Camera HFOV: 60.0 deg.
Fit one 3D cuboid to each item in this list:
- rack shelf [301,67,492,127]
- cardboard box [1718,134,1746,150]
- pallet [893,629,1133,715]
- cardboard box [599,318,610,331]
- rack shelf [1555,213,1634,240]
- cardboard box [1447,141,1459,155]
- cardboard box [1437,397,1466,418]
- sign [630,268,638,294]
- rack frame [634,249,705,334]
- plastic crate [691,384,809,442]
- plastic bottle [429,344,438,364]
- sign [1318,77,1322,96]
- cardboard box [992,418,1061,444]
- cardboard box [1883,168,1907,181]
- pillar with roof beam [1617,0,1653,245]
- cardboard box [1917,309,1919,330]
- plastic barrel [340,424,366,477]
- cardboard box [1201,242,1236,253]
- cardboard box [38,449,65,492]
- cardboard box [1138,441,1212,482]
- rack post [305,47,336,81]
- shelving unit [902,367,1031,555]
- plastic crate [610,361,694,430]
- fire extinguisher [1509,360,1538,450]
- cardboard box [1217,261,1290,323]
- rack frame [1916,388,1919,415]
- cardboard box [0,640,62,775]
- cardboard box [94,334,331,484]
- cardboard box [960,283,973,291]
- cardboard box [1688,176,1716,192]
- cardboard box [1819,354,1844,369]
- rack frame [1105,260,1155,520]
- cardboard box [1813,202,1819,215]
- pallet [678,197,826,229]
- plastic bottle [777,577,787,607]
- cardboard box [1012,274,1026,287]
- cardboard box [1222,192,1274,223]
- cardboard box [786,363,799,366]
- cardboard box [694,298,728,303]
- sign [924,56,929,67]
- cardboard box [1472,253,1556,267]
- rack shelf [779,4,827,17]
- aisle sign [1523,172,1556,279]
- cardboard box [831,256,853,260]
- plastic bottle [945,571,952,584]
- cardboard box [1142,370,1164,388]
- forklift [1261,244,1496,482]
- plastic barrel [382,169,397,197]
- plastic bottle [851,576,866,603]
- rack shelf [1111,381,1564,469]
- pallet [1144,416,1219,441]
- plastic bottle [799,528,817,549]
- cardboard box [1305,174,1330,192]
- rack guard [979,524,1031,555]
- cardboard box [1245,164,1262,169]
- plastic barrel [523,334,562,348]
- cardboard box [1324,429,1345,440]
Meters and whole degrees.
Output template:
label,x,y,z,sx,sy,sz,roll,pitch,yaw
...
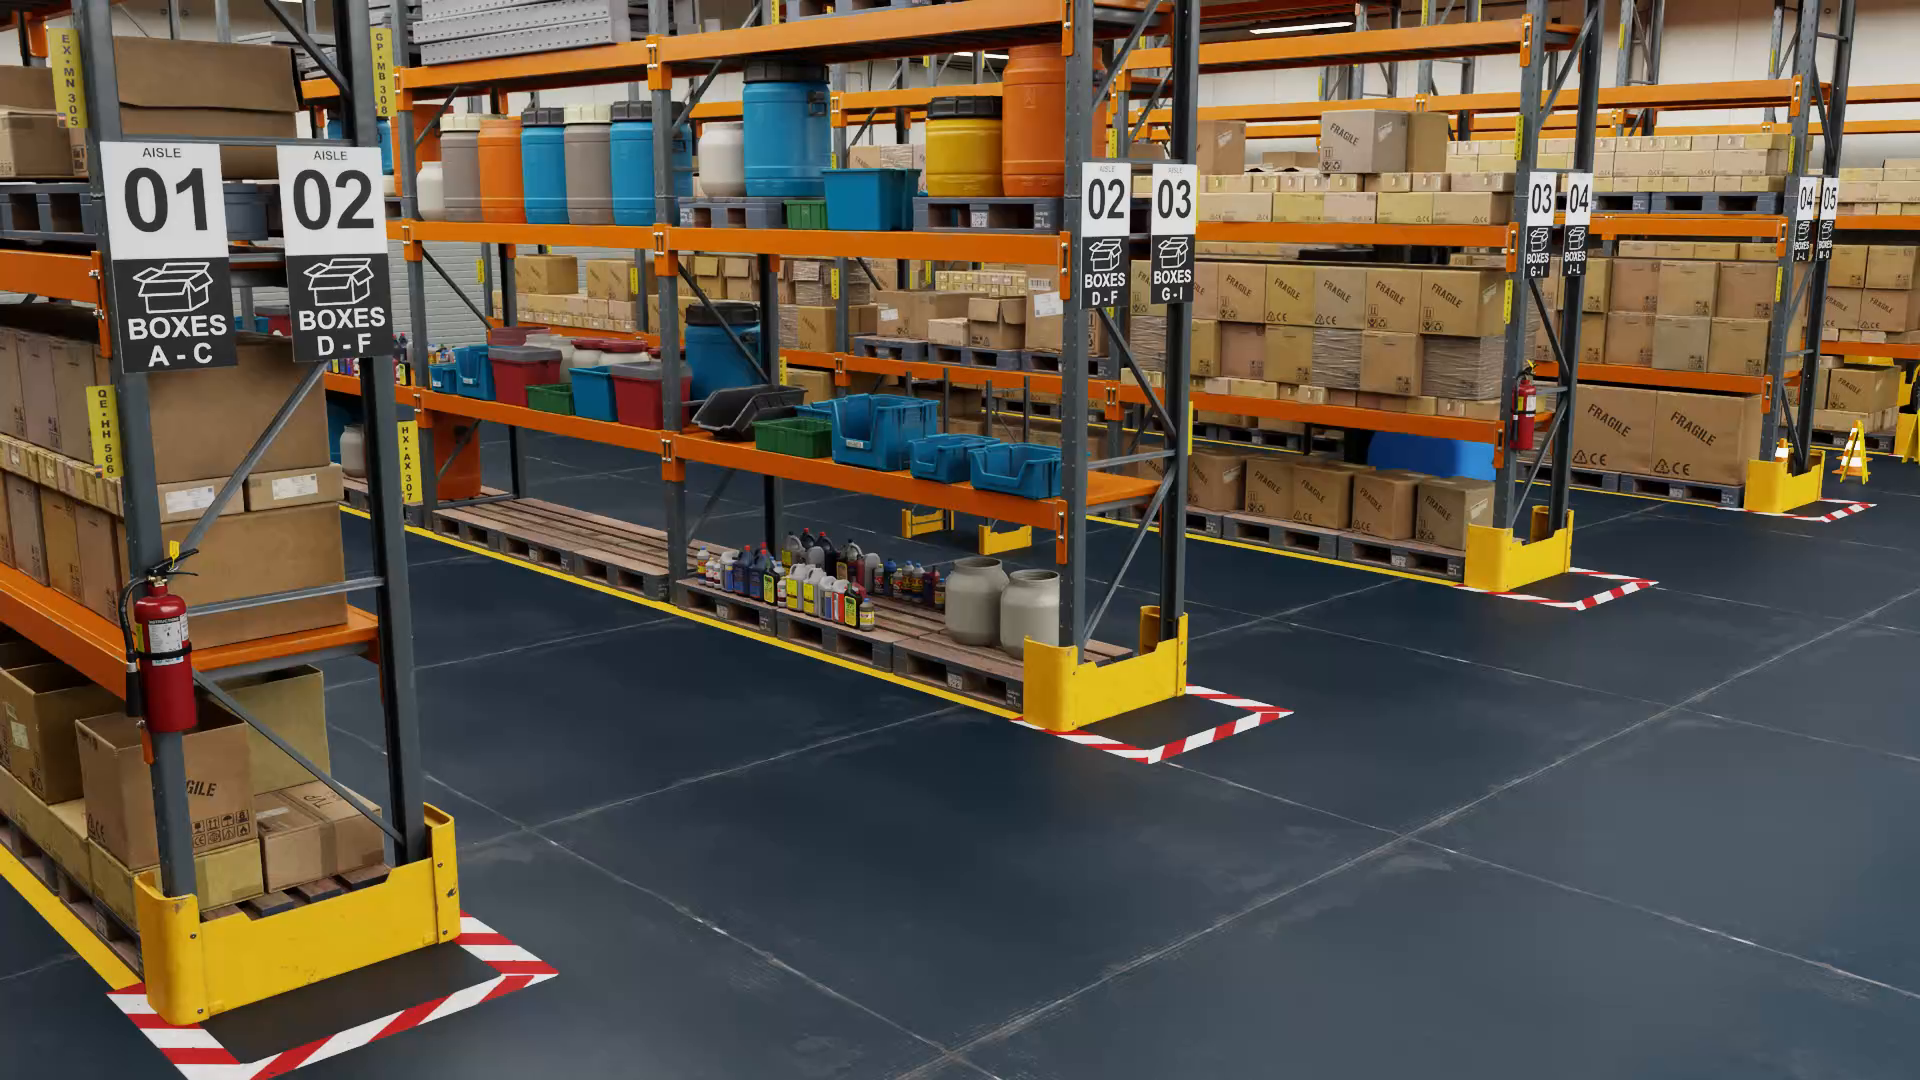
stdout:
label,x,y,z,sx,sy,sz,roll,pitch,yaw
rack shelf,-5.934,-4.311,16.310,1.077,0.370,4.000,-11,16,-43
cardboard box,7.562,-3.858,16.128,0.380,0.149,0.250,-11,16,-42
pallet,0.328,0.780,10.601,1.003,0.211,1.213,-11,16,-43
cardboard box,-4.536,-2.854,21.953,0.380,0.149,0.250,-11,16,-44
rack shelf,7.578,-4.525,23.791,1.077,0.370,4.000,-11,16,-43
cardboard box,5.454,-4.303,18.287,0.380,0.149,0.250,-11,16,-42
cardboard box,4.036,-1.078,13.334,0.380,0.149,0.250,-11,16,-43
sign,-4.133,-3.288,21.097,0.100,0.325,0.005,-11,16,-43
rack frame,-3.733,-2.903,21.569,1.000,3.000,0.127,-11,16,-43
plastic crate,-1.521,-0.921,12.101,0.767,0.338,0.504,-11,16,-43
plastic bottle,-5.249,-1.816,16.610,0.097,0.271,0.097,0,12,0
sign,6.617,-8.338,30.570,0.100,0.325,0.005,-11,16,-43
cardboard box,0.681,-0.973,17.306,0.500,0.500,0.700,10,15,40
cardboard box,11.124,-4.321,19.662,0.380,0.149,0.250,-11,16,-42
pillar with roof beam,8.223,-6.666,24.967,9.100,9.000,0.548,-11,16,-43
cardboard box,11.595,-2.835,20.254,0.500,0.500,0.500,-11,16,-43
plastic barrel,-6.138,-0.920,17.069,0.421,0.512,0.421,0,12,0
cardboard box,4.246,-4.575,26.956,0.500,0.500,0.500,11,16,44
cardboard box,-3.727,-0.318,7.168,0.380,0.149,0.250,-10,15,-41
cardboard box,2.039,-0.653,15.801,0.500,0.500,0.500,11,16,43
rack post,-5.826,-4.629,16.316,0.937,0.300,0.954,-9,15,-37
shelving unit,0.053,-0.723,14.706,0.587,1.500,1.083,-11,16,-43
plastic crate,-2.346,-1.105,12.681,0.402,0.464,0.583,-11,16,-43
fire extinguisher,4.300,-1.033,12.683,0.296,0.674,0.183,-11,16,-43
cardboard box,2.610,-2.173,14.562,0.500,0.500,0.500,-11,16,-43
rack frame,11.721,-2.533,19.771,1.000,3.000,0.127,-11,16,-43
cardboard box,-4.245,0.748,7.762,0.500,0.500,0.500,-11,16,-43
cardboard box,-2.963,-0.534,6.607,0.700,0.500,0.500,-11,16,-42
cardboard box,0.222,-3.611,23.850,0.380,0.149,0.250,-10,16,-41
cardboard box,7.385,-3.505,16.389,0.380,0.149,0.250,-11,16,-42
cardboard box,10.677,-2.202,20.471,0.380,0.149,0.250,-10,15,-41
rack frame,1.792,-1.736,15.902,1.000,3.000,0.127,-11,16,-43
cardboard box,10.585,-4.043,20.292,0.380,0.149,0.250,-11,16,-43
pallet,-1.222,-2.330,11.823,1.213,0.211,1.003,-11,16,-43
plastic bottle,-1.224,0.357,11.587,0.097,0.201,0.097,0,12,0
cardboard box,0.946,-3.605,23.081,0.380,0.149,0.250,-10,15,-41
cardboard box,2.621,-2.879,14.392,0.500,0.250,0.500,11,16,43
cardboard box,-2.042,-1.719,20.047,1.225,0.875,0.875,-11,16,-42
cardboard box,-2.903,-2.704,20.354,0.500,0.500,0.500,11,16,44
sign,-0.481,-6.941,23.791,0.100,0.325,0.005,-11,16,-43
cardboard box,6.142,-2.892,18.465,0.875,0.550,0.550,-11,16,-43
rack shelf,-1.457,-8.085,25.401,1.077,0.370,4.000,-11,16,-43
aisle sign,4.380,-2.374,12.559,0.394,0.787,0.004,-11,16,-43
cardboard box,-1.670,-4.520,25.952,0.500,0.500,0.500,11,16,43
plastic bottle,-0.055,0.351,11.444,0.097,0.271,0.097,0,12,0
cardboard box,1.886,-1.501,15.386,0.380,0.149,0.250,-11,16,-43
forklift,4.089,-1.911,16.924,1.130,2.935,3.031,-11,16,-42
plastic barrel,-5.399,-3.372,15.715,0.301,0.262,0.301,0,12,0
plastic bottle,-0.691,0.391,11.222,0.061,0.283,0.133,-11,16,-43
rack shelf,3.173,-1.091,14.558,1.077,0.370,4.000,-11,16,-43
pallet,3.176,-1.504,21.691,1.003,0.211,1.213,-11,16,-43
plastic bottle,-1.138,0.090,12.514,0.185,0.351,0.144,11,16,44
cardboard box,3.088,-2.977,13.878,0.250,0.149,0.380,11,16,42
rack guard,0.397,-0.039,14.479,0.587,0.250,0.087,-11,16,-43
cardboard box,4.770,-5.641,26.136,0.500,0.500,0.500,-11,16,-42
plastic barrel,-3.688,-1.564,14.790,0.421,0.512,0.421,0,12,0
cardboard box,4.955,-1.594,19.749,1.050,0.750,0.750,-11,16,-43
